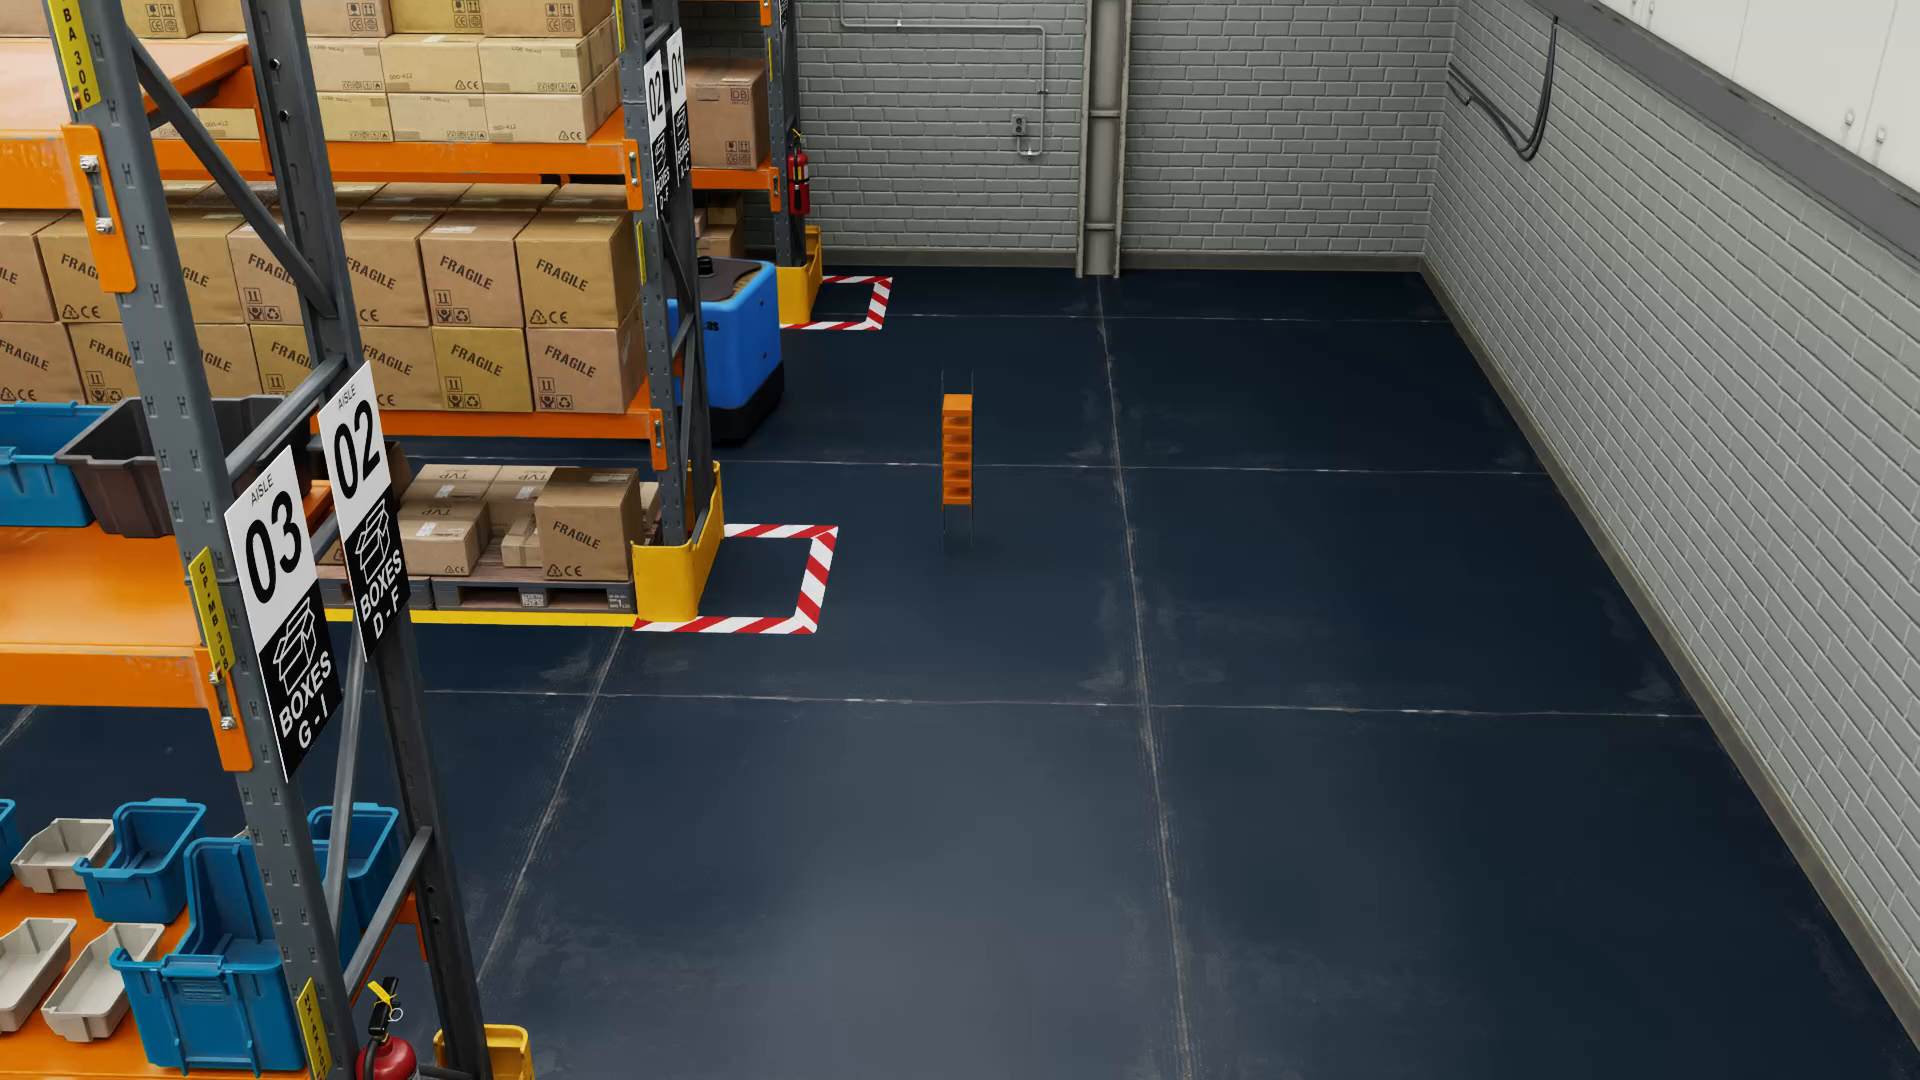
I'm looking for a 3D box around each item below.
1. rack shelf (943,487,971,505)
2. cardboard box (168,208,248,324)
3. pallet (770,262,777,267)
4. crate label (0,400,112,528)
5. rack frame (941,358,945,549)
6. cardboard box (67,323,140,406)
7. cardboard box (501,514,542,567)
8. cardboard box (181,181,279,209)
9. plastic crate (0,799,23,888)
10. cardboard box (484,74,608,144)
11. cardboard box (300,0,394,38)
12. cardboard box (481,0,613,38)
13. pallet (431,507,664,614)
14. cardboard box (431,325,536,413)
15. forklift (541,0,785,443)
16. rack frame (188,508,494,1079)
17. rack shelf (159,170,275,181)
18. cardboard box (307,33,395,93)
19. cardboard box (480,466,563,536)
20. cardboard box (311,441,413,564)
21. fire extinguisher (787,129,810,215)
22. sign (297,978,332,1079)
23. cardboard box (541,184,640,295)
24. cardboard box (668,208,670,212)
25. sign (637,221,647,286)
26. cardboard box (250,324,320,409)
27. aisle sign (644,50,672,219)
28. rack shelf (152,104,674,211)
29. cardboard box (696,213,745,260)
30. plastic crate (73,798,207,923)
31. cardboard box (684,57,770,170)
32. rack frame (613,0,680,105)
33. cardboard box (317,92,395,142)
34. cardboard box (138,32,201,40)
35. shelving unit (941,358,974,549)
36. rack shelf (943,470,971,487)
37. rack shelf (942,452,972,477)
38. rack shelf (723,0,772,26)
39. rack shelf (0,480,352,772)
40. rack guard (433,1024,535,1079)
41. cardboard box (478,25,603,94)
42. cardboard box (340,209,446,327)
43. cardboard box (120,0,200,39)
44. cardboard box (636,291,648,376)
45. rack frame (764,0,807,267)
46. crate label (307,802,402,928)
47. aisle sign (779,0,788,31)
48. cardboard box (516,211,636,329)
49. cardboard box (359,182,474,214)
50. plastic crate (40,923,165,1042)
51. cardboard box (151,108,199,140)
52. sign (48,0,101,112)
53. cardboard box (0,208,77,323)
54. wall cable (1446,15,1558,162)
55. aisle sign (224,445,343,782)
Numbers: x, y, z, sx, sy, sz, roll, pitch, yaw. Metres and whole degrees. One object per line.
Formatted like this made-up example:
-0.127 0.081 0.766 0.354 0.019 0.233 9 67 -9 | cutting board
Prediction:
-0.014 -0.279 10.528 0.180 0.103 0.258 1 28 2 | rack shelf
-4.140 -1.511 9.148 0.500 0.500 0.500 0 28 0 | cardboard box
-2.264 -2.178 14.559 1.213 0.211 1.003 1 28 2 | pallet
-2.722 -0.223 4.849 0.502 0.251 0.408 1 28 2 | crate label
-0.106 -0.532 10.398 0.006 1.200 0.240 1 28 2 | rack frame
-4.619 -1.082 9.408 0.500 0.500 0.500 1 28 3 | cardboard box
-2.587 0.000 10.028 0.250 0.166 0.380 1 28 2 | cardboard box
-4.101 -1.764 9.627 0.500 0.500 0.500 1 28 2 | cardboard box
-3.363 1.071 5.567 0.300 0.233 0.416 1 28 2 | plastic crate
-2.156 -2.259 8.692 0.500 0.250 0.500 1 28 2 | cardboard box
-3.147 -2.933 8.629 0.500 0.500 0.700 1 28 2 | cardboard box
-2.147 -2.927 8.618 0.500 0.500 0.700 1 28 2 | cardboard box
-2.506 0.103 10.256 1.213 0.211 1.003 1 28 2 | pallet
-2.609 -1.046 9.339 0.500 0.500 0.500 1 28 2 | cardboard box
-2.911 -2.335 11.950 3.031 2.935 1.130 6 29 11 | forklift
-1.812 1.203 5.203 0.127 3.000 1.000 1 28 2 | rack frame
-7.458 -3.215 14.306 4.000 0.370 1.077 1 28 2 | rack shelf
-3.155 -2.502 8.617 0.500 0.250 0.500 1 28 2 | cardboard box
-2.666 -0.245 10.400 0.500 0.250 0.500 1 28 2 | cardboard box
-3.753 -0.244 10.128 0.637 0.503 0.797 1 28 2 | cardboard box
-1.328 -3.016 13.644 0.183 0.674 0.296 1 28 2 | fire extinguisher
-1.815 1.389 4.678 0.005 0.325 0.100 1 28 2 | sign
-2.067 -1.732 9.565 0.500 0.500 0.500 2 28 3 | cardboard box
-2.555 -2.687 14.069 0.250 0.149 0.380 2 28 3 | cardboard box
-1.673 -1.507 8.742 0.005 0.325 0.100 1 28 2 | sign
-3.611 -1.065 9.376 0.500 0.500 0.500 1 28 1 | cardboard box
-1.576 -2.119 8.695 0.004 0.787 0.394 1 28 2 | aisle sign
-3.632 -2.156 9.104 4.000 0.370 1.077 1 28 2 | rack shelf
-2.165 -2.480 14.371 0.500 0.500 0.700 1 28 2 | cardboard box
-2.705 1.082 5.547 0.300 0.233 0.416 1 28 2 | plastic crate
-1.972 -3.570 13.887 0.700 0.700 0.980 2 28 4 | cardboard box
-1.633 -3.766 8.171 0.127 3.000 1.000 1 28 2 | rack frame
-3.155 -2.275 8.721 0.500 0.250 0.500 1 28 2 | cardboard box
-4.155 -2.516 8.642 0.500 0.250 0.500 1 28 2 | cardboard box
-0.014 -0.530 10.395 0.189 1.200 0.258 1 28 2 | shelving unit
-0.014 -0.385 10.472 0.180 0.103 0.258 1 28 2 | rack shelf
-0.014 -0.491 10.416 0.180 0.103 0.258 1 28 2 | rack shelf
-3.461 -4.474 13.479 4.000 0.370 1.077 1 28 2 | rack shelf
-3.811 0.163 4.731 4.000 0.370 1.077 1 28 2 | rack shelf
-1.787 2.302 5.799 0.348 0.500 1.175 1 28 2 | rack guard
-2.156 -2.484 8.583 0.500 0.250 0.500 1 28 2 | cardboard box
-3.111 -1.494 9.117 0.500 0.500 0.500 2 28 3 | cardboard box
-4.149 -2.922 8.608 0.500 0.500 0.700 1 28 2 | cardboard box
-2.067 -1.290 9.799 0.500 0.500 0.500 2 28 3 | cardboard box
-1.462 -3.434 13.950 0.127 3.000 1.000 1 28 2 | rack frame
-2.047 1.093 5.526 0.303 0.233 0.416 1 28 2 | crate label
-1.401 -4.441 13.074 0.004 0.787 0.394 1 28 2 | aisle sign
-2.088 -1.480 9.090 0.500 0.500 0.500 1 28 1 | cardboard box
-3.090 -1.747 9.595 0.500 0.500 0.500 1 28 3 | cardboard box
-2.633 1.365 5.116 0.243 0.136 0.396 1 28 2 | plastic crate
-4.154 -2.297 8.764 0.500 0.250 0.500 1 28 2 | cardboard box
-1.815 -1.047 3.387 0.005 0.325 0.100 1 28 2 | sign
-5.170 -1.528 9.180 0.500 0.500 0.500 2 28 3 | cardboard box
4.178 -4.452 12.781 0.112 2.526 3.097 1 28 2 | wall cable
-1.750 0.193 4.333 0.004 0.787 0.394 1 28 2 | aisle sign
